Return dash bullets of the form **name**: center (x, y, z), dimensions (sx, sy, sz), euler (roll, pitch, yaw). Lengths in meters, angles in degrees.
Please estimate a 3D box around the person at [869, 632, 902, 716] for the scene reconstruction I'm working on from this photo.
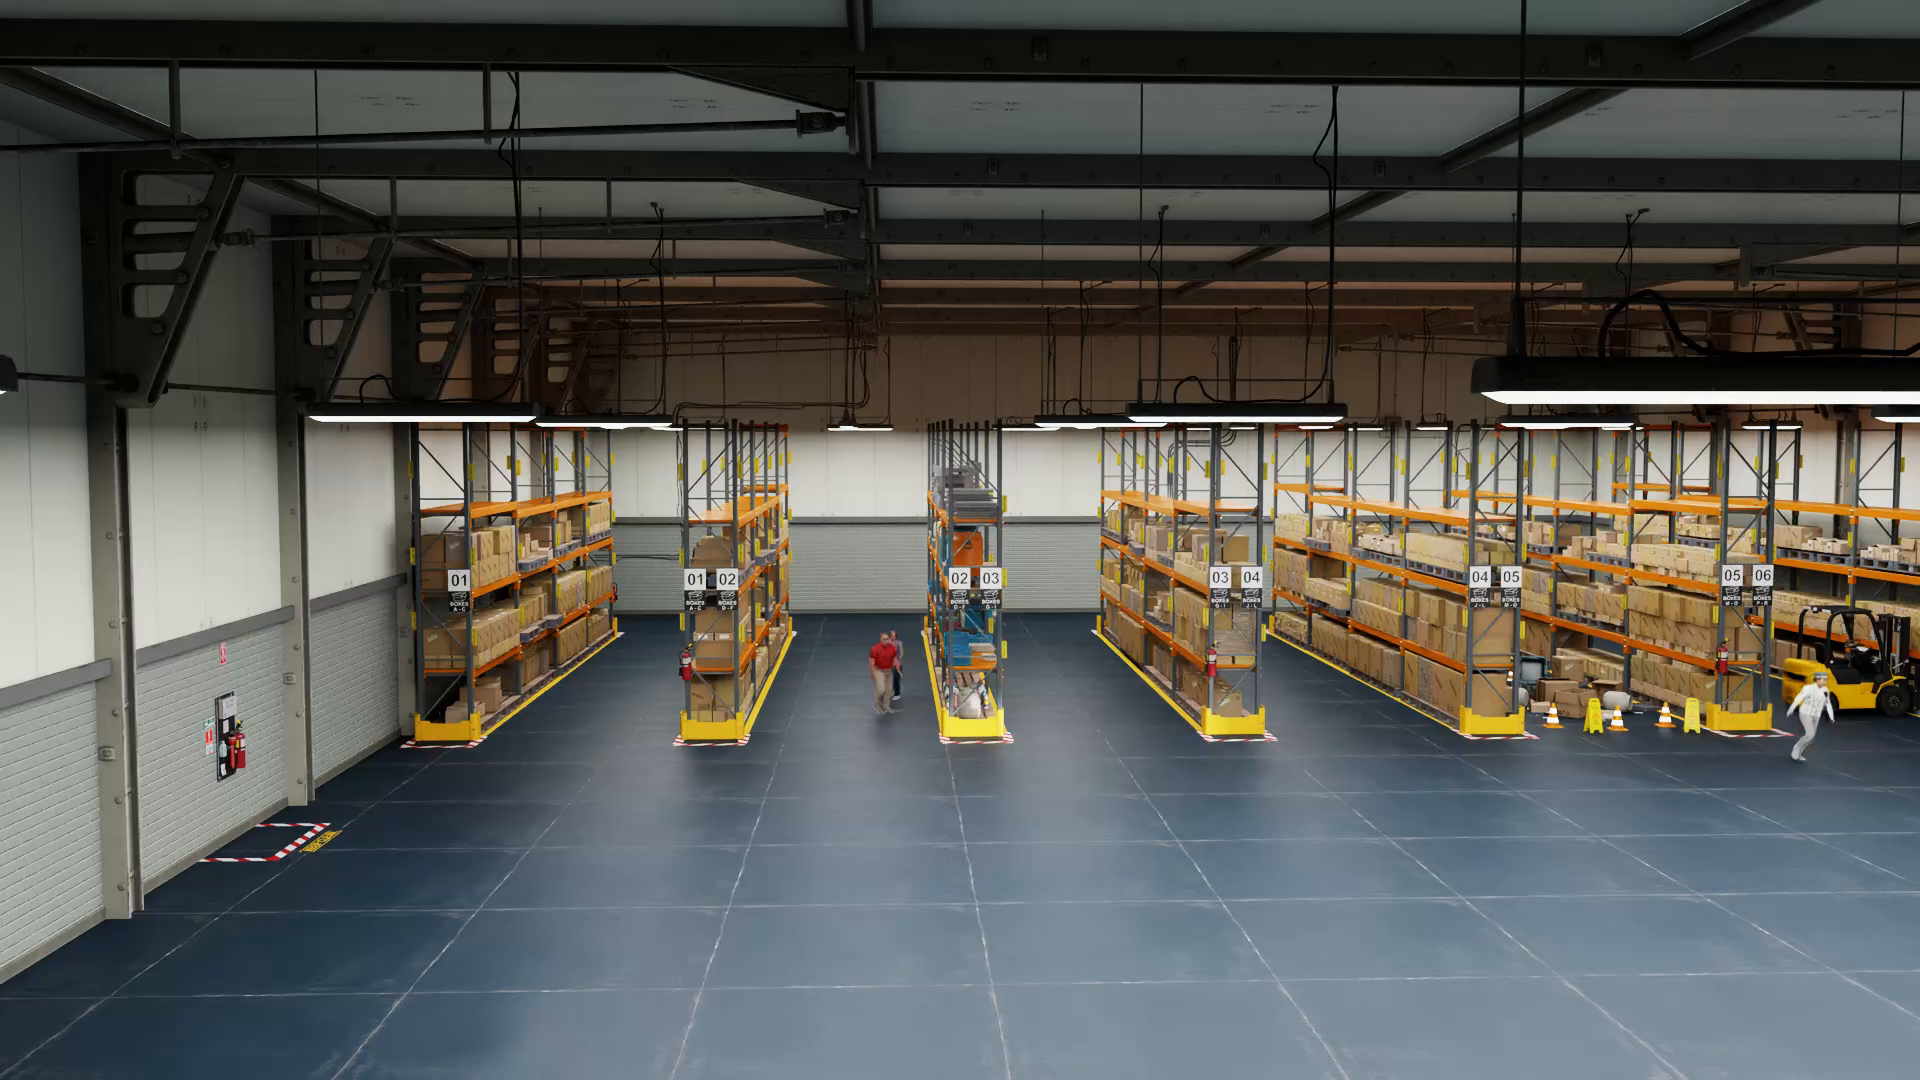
- **person**: center (-1.546, 2.716, 33.865), dimensions (0.610, 1.698, 0.584), euler (-3, 5, -41)

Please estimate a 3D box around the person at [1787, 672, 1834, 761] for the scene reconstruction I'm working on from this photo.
- **person**: center (14.803, 3.062, 28.888), dimensions (0.595, 1.611, 0.668), euler (-1, 4, -14)

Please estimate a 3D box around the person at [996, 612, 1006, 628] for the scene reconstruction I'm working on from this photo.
- **person**: center (0.962, 1.688, 49.133), dimensions (0.812, 1.845, 0.666), euler (1, 4, 11)

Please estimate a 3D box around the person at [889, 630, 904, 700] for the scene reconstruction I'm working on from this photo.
- **person**: center (-1.407, 2.669, 35.402), dimensions (0.520, 1.543, 0.730), euler (1, 4, 20)
